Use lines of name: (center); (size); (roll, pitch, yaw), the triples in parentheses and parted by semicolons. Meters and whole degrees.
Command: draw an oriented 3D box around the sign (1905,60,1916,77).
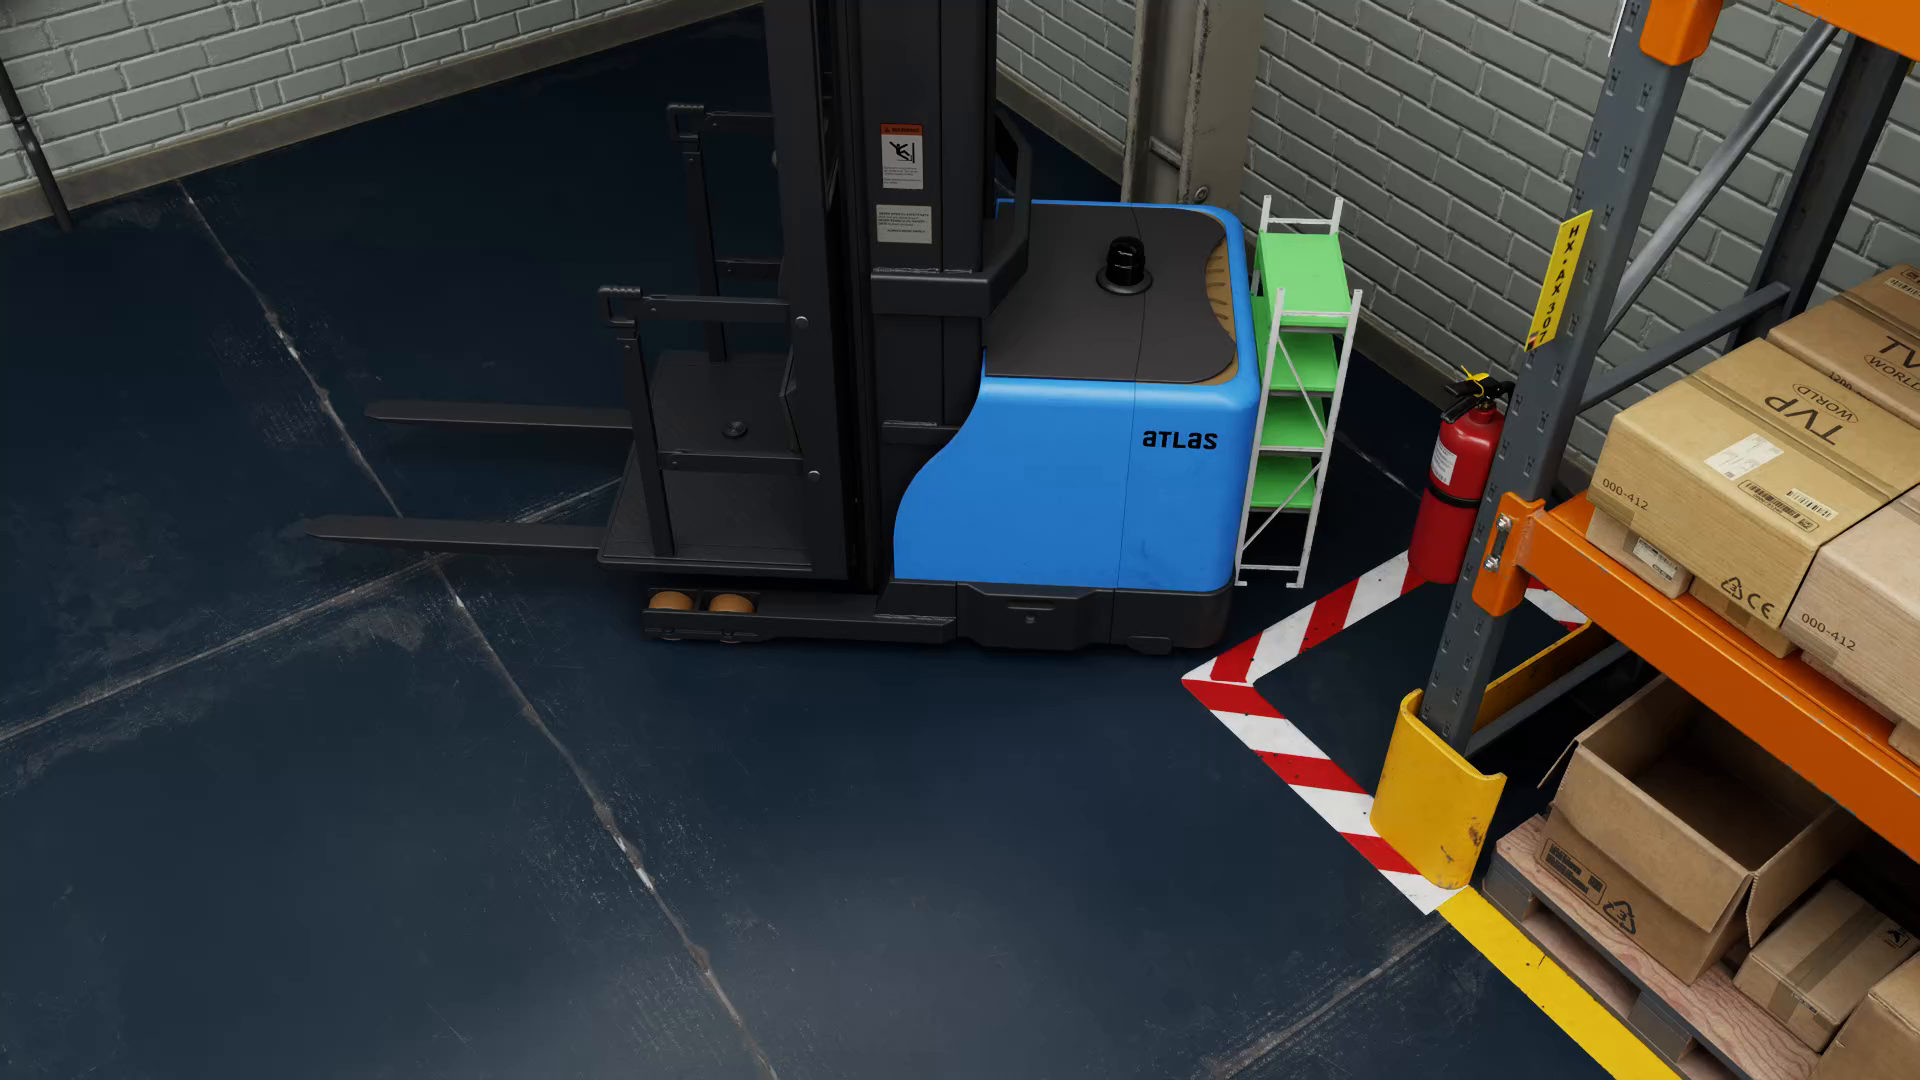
sign: (2.179, -1.188, 3.754); (0.100, 0.325, 0.005); (-26, 49, -24)

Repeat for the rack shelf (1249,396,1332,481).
rack shelf: (1.044, -0.404, 5.397); (0.258, 0.148, 0.480); (2, 44, 2)

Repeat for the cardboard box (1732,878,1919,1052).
cardboard box: (2.196, 1.073, 4.215); (0.380, 0.149, 0.250); (-28, 50, -26)

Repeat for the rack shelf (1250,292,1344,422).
rack shelf: (1.044, -0.577, 5.231); (0.258, 0.148, 0.480); (2, 44, 2)

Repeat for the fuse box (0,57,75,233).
fuse box: (-3.795, -1.949, 6.552); (0.539, 1.711, 0.414); (-26, 49, -24)

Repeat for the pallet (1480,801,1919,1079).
pallet: (2.213, 1.056, 4.491); (1.003, 0.211, 1.213); (-26, 49, -24)

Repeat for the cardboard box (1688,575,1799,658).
cardboard box: (1.859, 0.065, 3.692); (0.380, 0.149, 0.250); (-25, 49, -23)

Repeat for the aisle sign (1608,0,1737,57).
aisle sign: (1.433, -1.309, 3.067); (0.394, 0.787, 0.004); (-26, 49, -24)

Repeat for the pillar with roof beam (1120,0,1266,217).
pillar with roof beam: (-2.622, -2.799, 2.165); (9.100, 9.000, 0.400); (-26, 49, -24)

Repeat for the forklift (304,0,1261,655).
forklift: (-0.623, -1.088, 4.767); (3.031, 2.935, 1.130); (3, 44, 3)

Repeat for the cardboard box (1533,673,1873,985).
cardboard box: (1.985, 0.688, 4.360); (0.797, 0.503, 0.637); (-28, 50, -26)

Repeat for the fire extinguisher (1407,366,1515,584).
fire extinguisher: (1.249, -0.184, 4.097); (0.296, 0.674, 0.183); (-26, 49, -24)

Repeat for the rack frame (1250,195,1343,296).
rack frame: (1.057, -0.618, 5.529); (0.240, 1.200, 0.015); (2, 44, 2)

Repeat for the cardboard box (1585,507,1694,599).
cardboard box: (1.676, -0.061, 3.824); (0.380, 0.149, 0.250); (-26, 49, -25)

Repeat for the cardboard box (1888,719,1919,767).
cardboard box: (2.132, 0.367, 3.375); (0.380, 0.149, 0.250); (-24, 49, -23)

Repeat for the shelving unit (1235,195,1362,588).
shelving unit: (1.044, -0.450, 5.353); (0.258, 1.200, 0.503); (2, 44, 2)

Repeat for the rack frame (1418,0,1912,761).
rack frame: (1.712, -0.447, 4.045); (1.000, 3.000, 0.127); (-26, 49, -24)

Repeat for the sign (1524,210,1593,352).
sign: (1.268, -0.545, 3.522); (0.100, 0.325, 0.005); (-26, 49, -24)

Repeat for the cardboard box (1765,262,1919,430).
cardboard box: (2.193, -0.344, 3.831); (0.500, 0.250, 0.500); (-24, 49, -23)

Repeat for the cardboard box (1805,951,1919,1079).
cardboard box: (2.442, 1.189, 3.838); (0.700, 0.500, 0.500); (-24, 49, -23)

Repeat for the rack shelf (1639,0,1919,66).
rack shelf: (2.857, -0.139, 2.072); (1.077, 0.370, 4.000); (-26, 49, -24)

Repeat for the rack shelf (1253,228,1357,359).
rack shelf: (1.044, -0.751, 5.065); (0.258, 0.148, 0.480); (2, 44, 2)

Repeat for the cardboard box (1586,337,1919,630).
cardboard box: (1.751, -0.136, 3.614); (0.500, 0.250, 0.500); (-25, 49, -24)

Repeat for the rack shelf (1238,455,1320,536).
rack shelf: (1.044, -0.230, 5.562); (0.258, 0.148, 0.480); (2, 44, 2)

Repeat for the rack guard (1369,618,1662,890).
rack guard: (1.756, 0.501, 4.864); (1.175, 0.500, 0.348); (-26, 49, -24)

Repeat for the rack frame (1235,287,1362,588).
rack frame: (1.031, -0.282, 5.176); (0.240, 1.200, 0.015); (2, 44, 2)

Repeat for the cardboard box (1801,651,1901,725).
cardboard box: (2.038, 0.200, 3.550); (0.380, 0.149, 0.250); (-26, 50, -25)

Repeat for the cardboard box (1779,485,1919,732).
cardboard box: (2.040, 0.149, 3.315); (0.500, 0.250, 0.500); (-25, 49, -24)

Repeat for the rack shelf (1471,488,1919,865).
rack shelf: (2.857, 0.946, 3.107); (1.077, 0.370, 4.000); (-26, 49, -24)
